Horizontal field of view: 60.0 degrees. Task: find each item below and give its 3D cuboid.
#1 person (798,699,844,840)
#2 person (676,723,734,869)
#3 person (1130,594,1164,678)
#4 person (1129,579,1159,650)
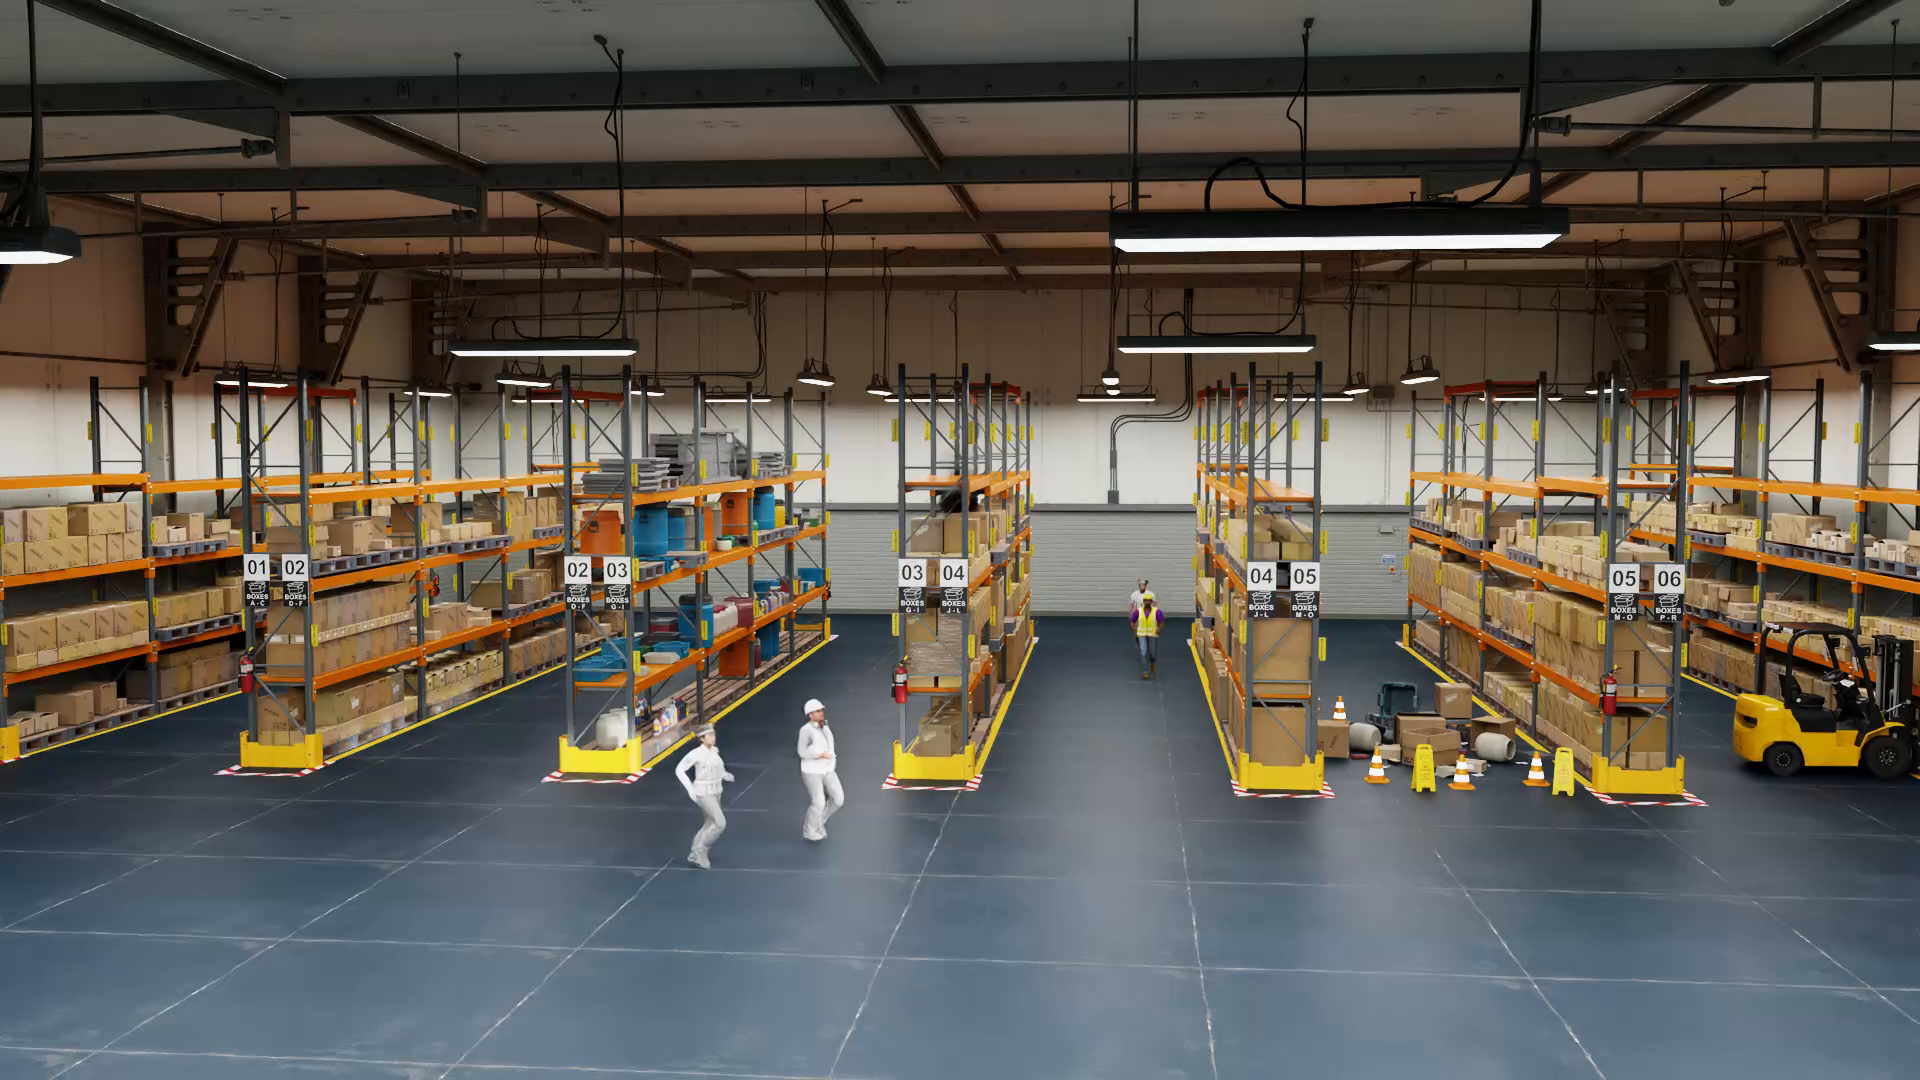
[{"bbox_3d":[-1.676,2.820,20.329,0.606,1.738,0.646,3,5,37],"label":"person"},{"bbox_3d":[-2.867,2.928,19.079,0.640,1.672,0.582,2,4,25],"label":"person"},{"bbox_3d":[3.826,1.959,34.033,0.700,1.718,0.625,0,4,8],"label":"person"},{"bbox_3d":[4.142,1.737,37.464,0.661,1.768,0.673,1,4,11],"label":"person"}]
